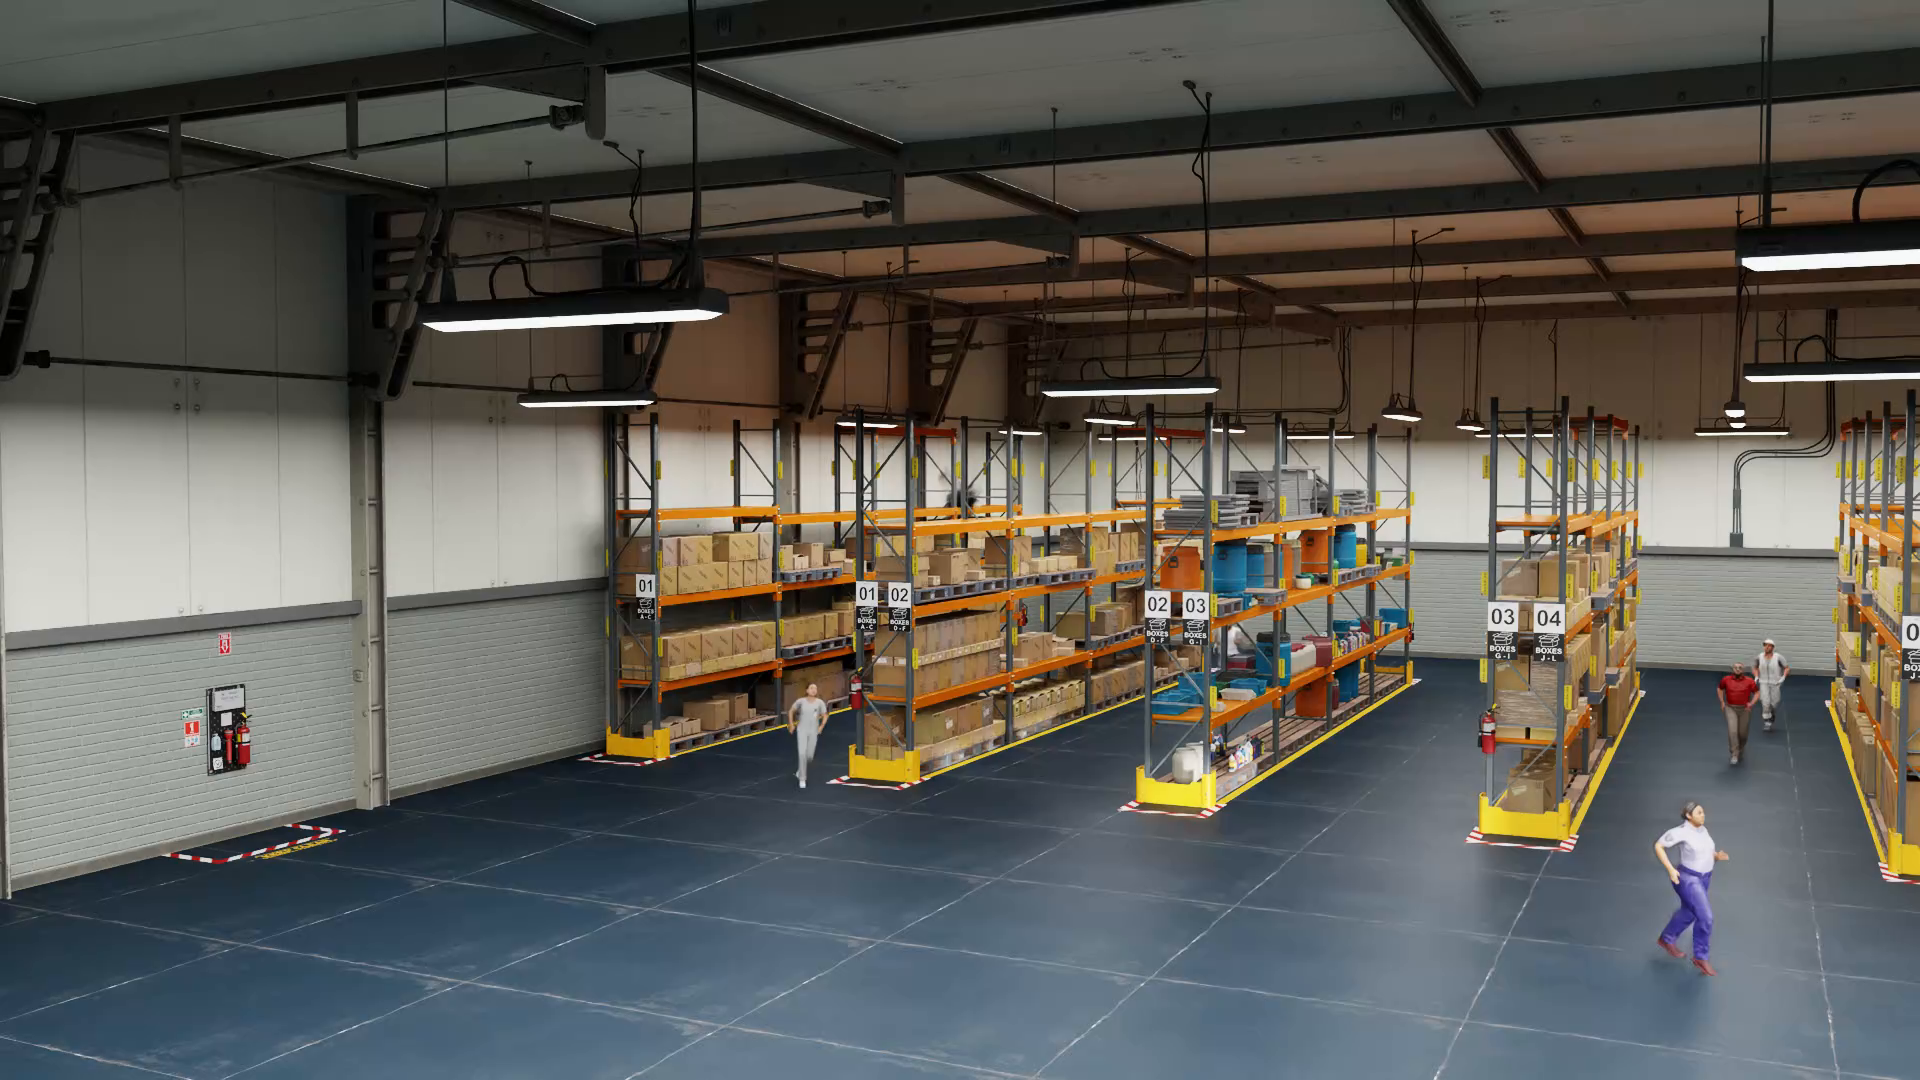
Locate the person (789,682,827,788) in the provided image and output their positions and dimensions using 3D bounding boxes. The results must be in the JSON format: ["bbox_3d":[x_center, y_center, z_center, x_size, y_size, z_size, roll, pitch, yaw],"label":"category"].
[{"bbox_3d":[-2.415,3.083,26.500,0.616,1.646,0.687,0,2,-9],"label":"person"}]

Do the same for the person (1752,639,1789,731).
[{"bbox_3d":[15.611,2.786,32.051,0.651,1.756,0.619,2,3,34],"label":"person"}]

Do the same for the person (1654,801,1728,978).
[{"bbox_3d":[7.342,3.477,16.721,0.573,1.711,0.764,-2,3,-39],"label":"person"}]

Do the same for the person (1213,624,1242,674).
[{"bbox_3d":[5.930,2.561,36.870,0.661,1.847,0.785,1,2,13],"label":"person"}]

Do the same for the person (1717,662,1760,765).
[{"bbox_3d":[13.389,2.960,28.616,0.675,1.725,0.844,1,3,24],"label":"person"}]
